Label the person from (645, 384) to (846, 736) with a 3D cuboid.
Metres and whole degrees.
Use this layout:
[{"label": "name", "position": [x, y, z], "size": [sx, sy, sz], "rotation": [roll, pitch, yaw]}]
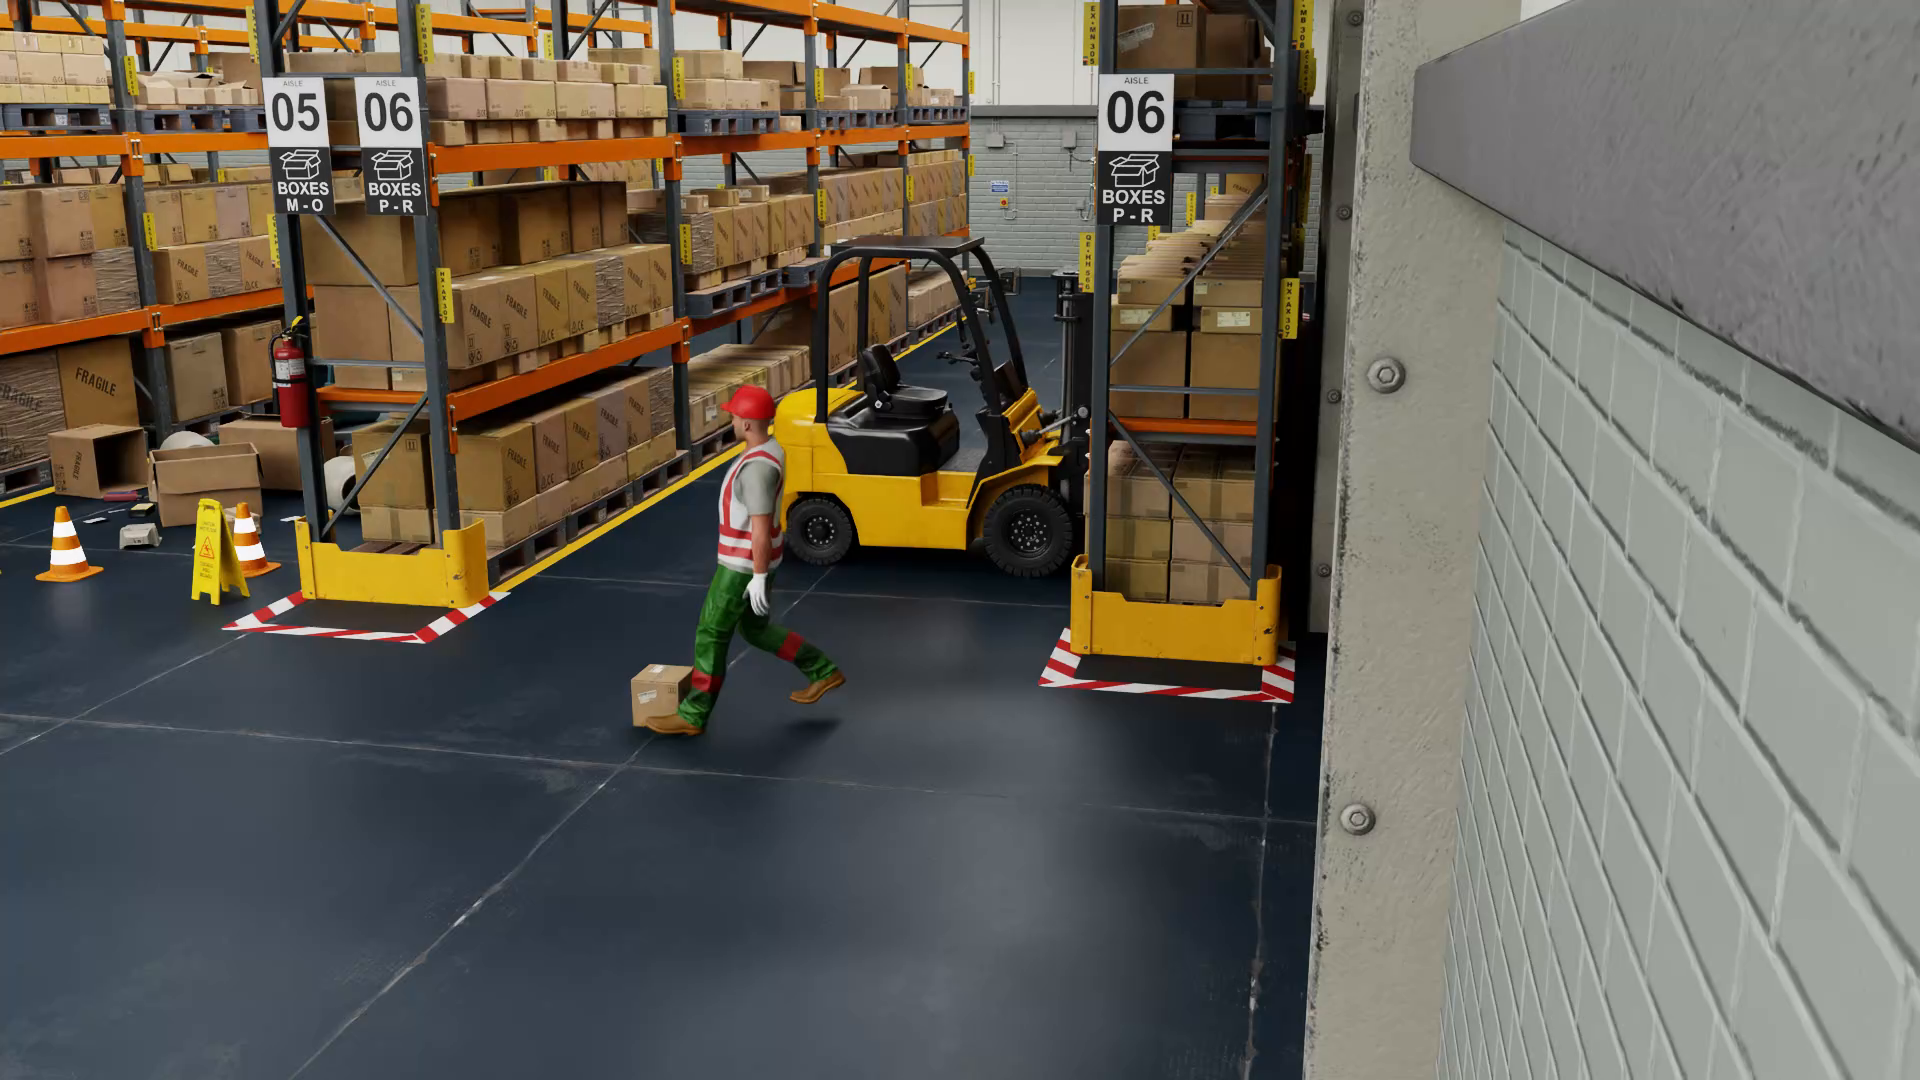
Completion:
[{"label": "person", "position": [-1.075, 0.102, 8.168], "size": [0.983, 1.751, 0.571], "rotation": [0, 15, 1]}]
